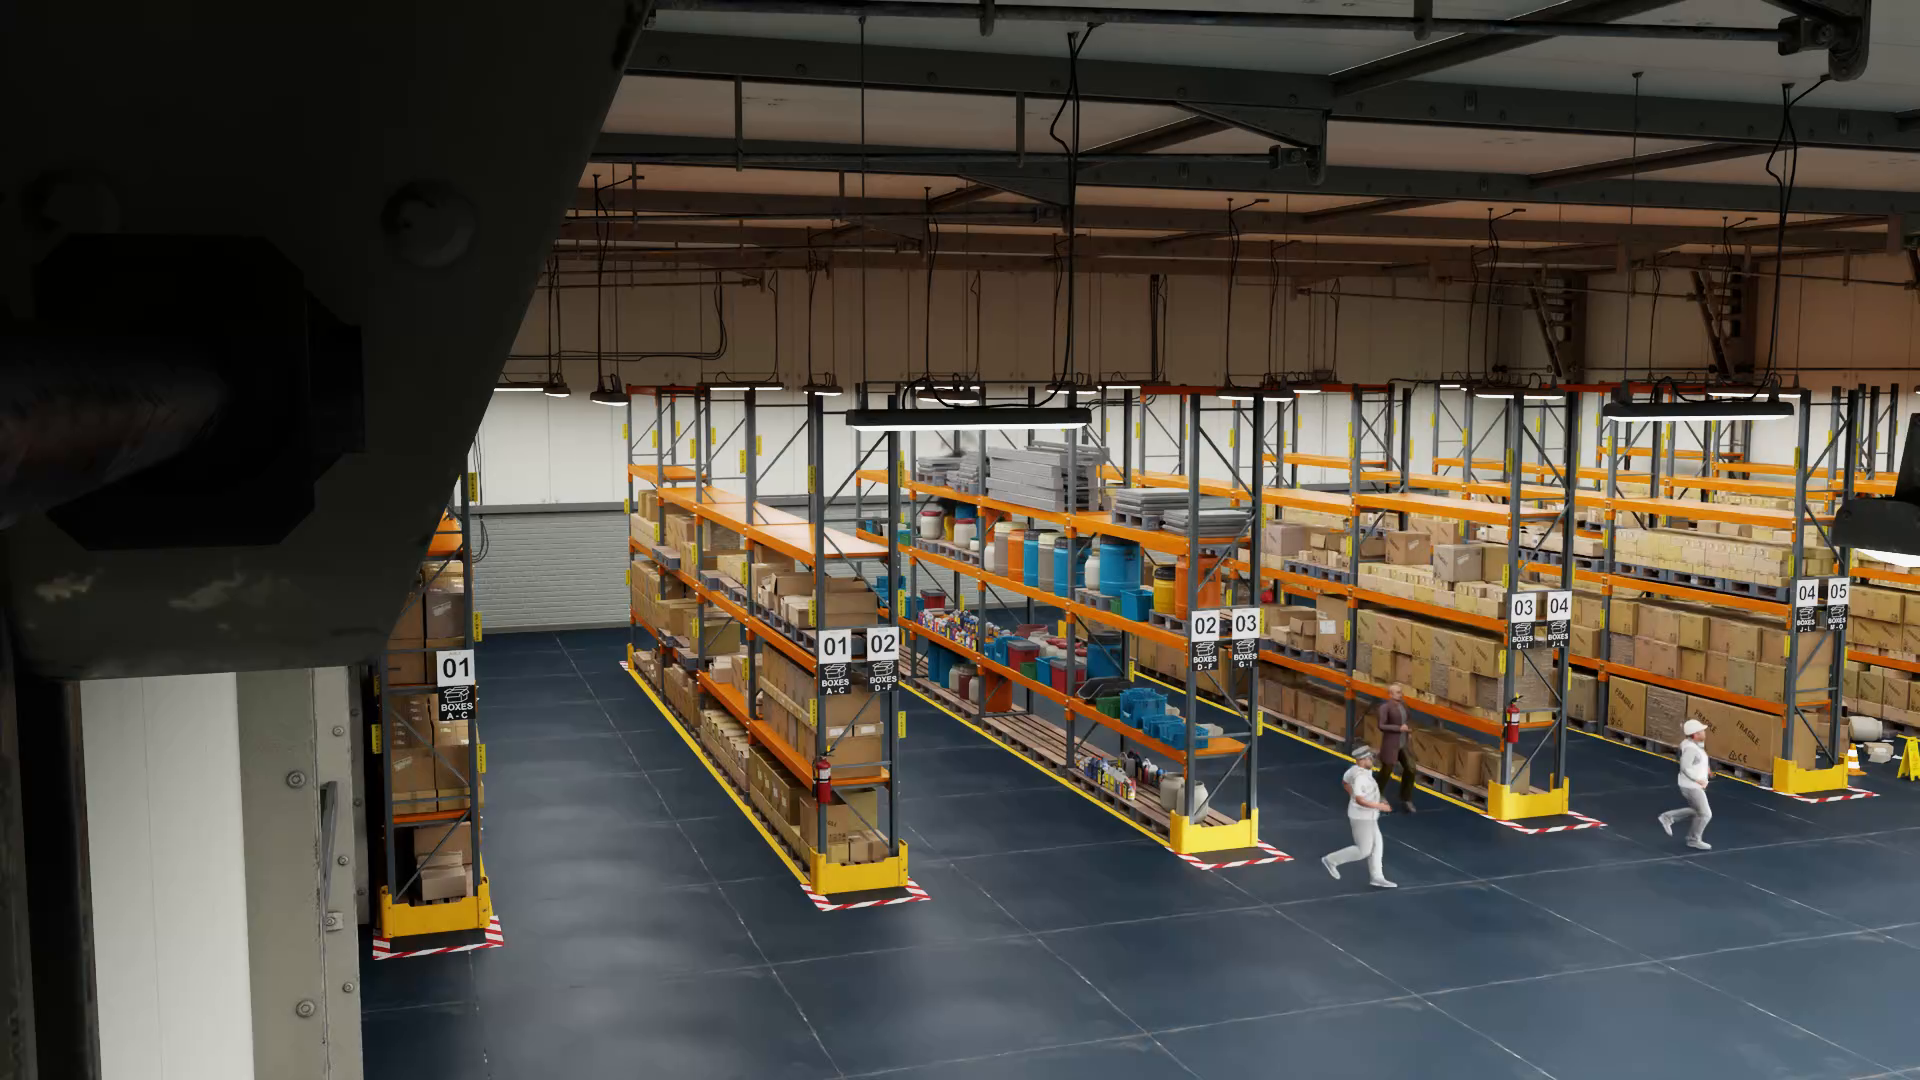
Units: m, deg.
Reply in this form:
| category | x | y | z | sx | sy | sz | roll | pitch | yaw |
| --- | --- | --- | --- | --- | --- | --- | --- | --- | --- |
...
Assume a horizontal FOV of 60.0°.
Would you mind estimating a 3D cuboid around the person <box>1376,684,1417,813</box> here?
| category | x | y | z | sx | sy | sz | roll | pitch | yaw |
| --- | --- | --- | --- | --- | --- | --- | --- | --- | --- |
| person | 6.234 | 2.988 | 23.873 | 0.710 | 1.861 | 0.788 | -3 | 7 | -29 |

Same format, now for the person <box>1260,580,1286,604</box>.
| category | x | y | z | sx | sy | sz | roll | pitch | yaw |
| --- | --- | --- | --- | --- | --- | --- | --- | --- | --- |
| person | 6.897 | 1.707 | 36.562 | 0.691 | 1.682 | 0.809 | -1 | 6 | -9 |

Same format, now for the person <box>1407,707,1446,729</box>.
| category | x | y | z | sx | sy | sz | roll | pitch | yaw |
| --- | --- | --- | --- | --- | --- | --- | --- | --- | --- |
| person | 8.290 | 2.471 | 29.475 | 0.587 | 1.673 | 0.938 | -2 | 6 | -22 |

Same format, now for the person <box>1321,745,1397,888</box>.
| category | x | y | z | sx | sy | sz | roll | pitch | yaw |
| --- | --- | --- | --- | --- | --- | --- | --- | --- | --- |
| person | 4.879 | 3.367 | 20.255 | 0.913 | 1.772 | 0.676 | 1 | 6 | 11 |

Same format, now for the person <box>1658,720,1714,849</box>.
| category | x | y | z | sx | sy | sz | roll | pitch | yaw |
| --- | --- | --- | --- | --- | --- | --- | --- | --- | --- |
| person | 9.592 | 3.219 | 21.930 | 0.667 | 1.738 | 0.678 | 2 | 6 | 20 |
